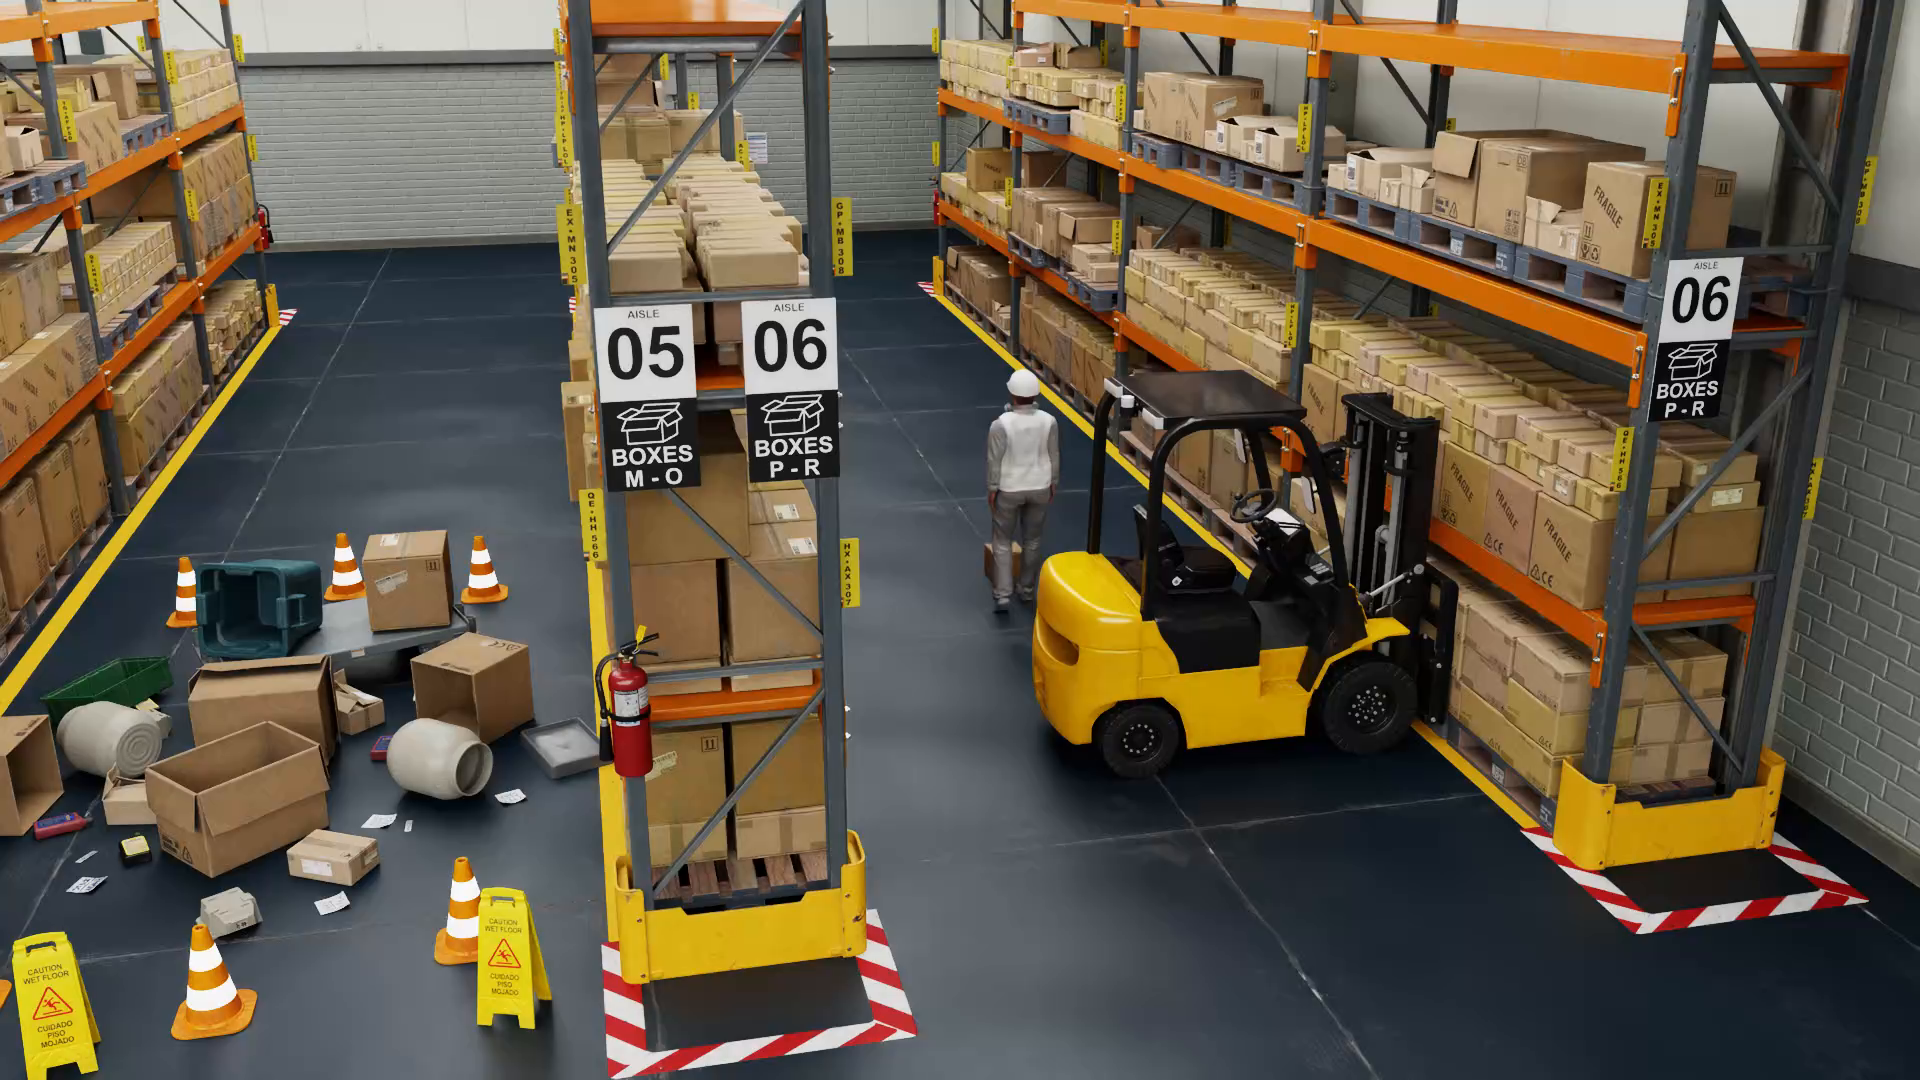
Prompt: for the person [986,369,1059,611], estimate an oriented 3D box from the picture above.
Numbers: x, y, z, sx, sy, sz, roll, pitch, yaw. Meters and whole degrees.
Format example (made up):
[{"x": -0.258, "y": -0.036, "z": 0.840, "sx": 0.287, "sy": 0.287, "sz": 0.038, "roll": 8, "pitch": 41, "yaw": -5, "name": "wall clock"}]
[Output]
[{"x": 0.447, "y": -0.347, "z": 12.135, "sx": 0.556, "sy": 1.858, "sz": 0.484, "roll": -4, "pitch": 20, "yaw": -12, "name": "person"}]
